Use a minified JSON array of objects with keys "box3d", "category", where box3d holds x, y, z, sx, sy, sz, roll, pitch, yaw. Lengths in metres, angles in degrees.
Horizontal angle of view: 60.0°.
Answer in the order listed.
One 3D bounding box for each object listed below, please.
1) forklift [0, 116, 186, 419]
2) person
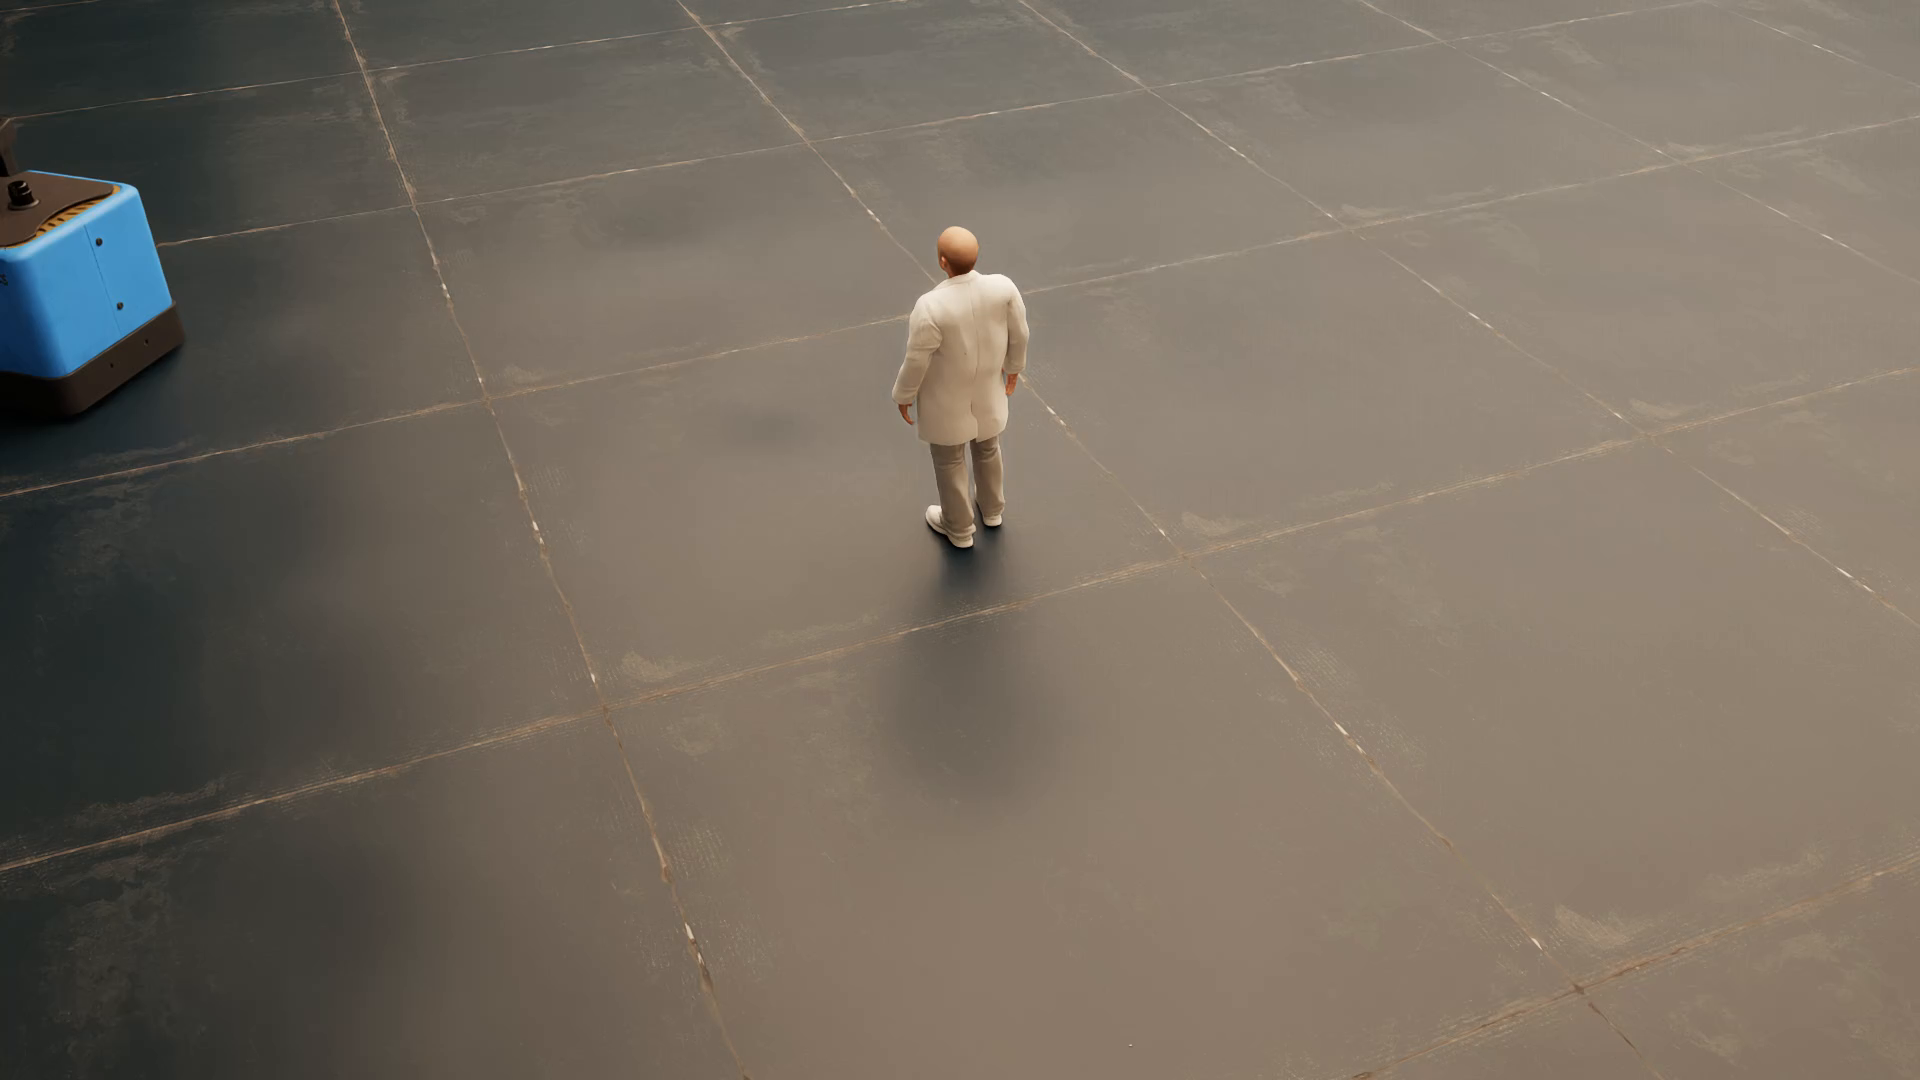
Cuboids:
[{"box3d":[-6.349,-2.378,9.442,3.031,2.935,1.130,10,37,14],"category":"forklift"},{"box3d":[-0.031,-0.779,8.178,0.696,1.775,0.581,-14,38,-19],"category":"person"}]
